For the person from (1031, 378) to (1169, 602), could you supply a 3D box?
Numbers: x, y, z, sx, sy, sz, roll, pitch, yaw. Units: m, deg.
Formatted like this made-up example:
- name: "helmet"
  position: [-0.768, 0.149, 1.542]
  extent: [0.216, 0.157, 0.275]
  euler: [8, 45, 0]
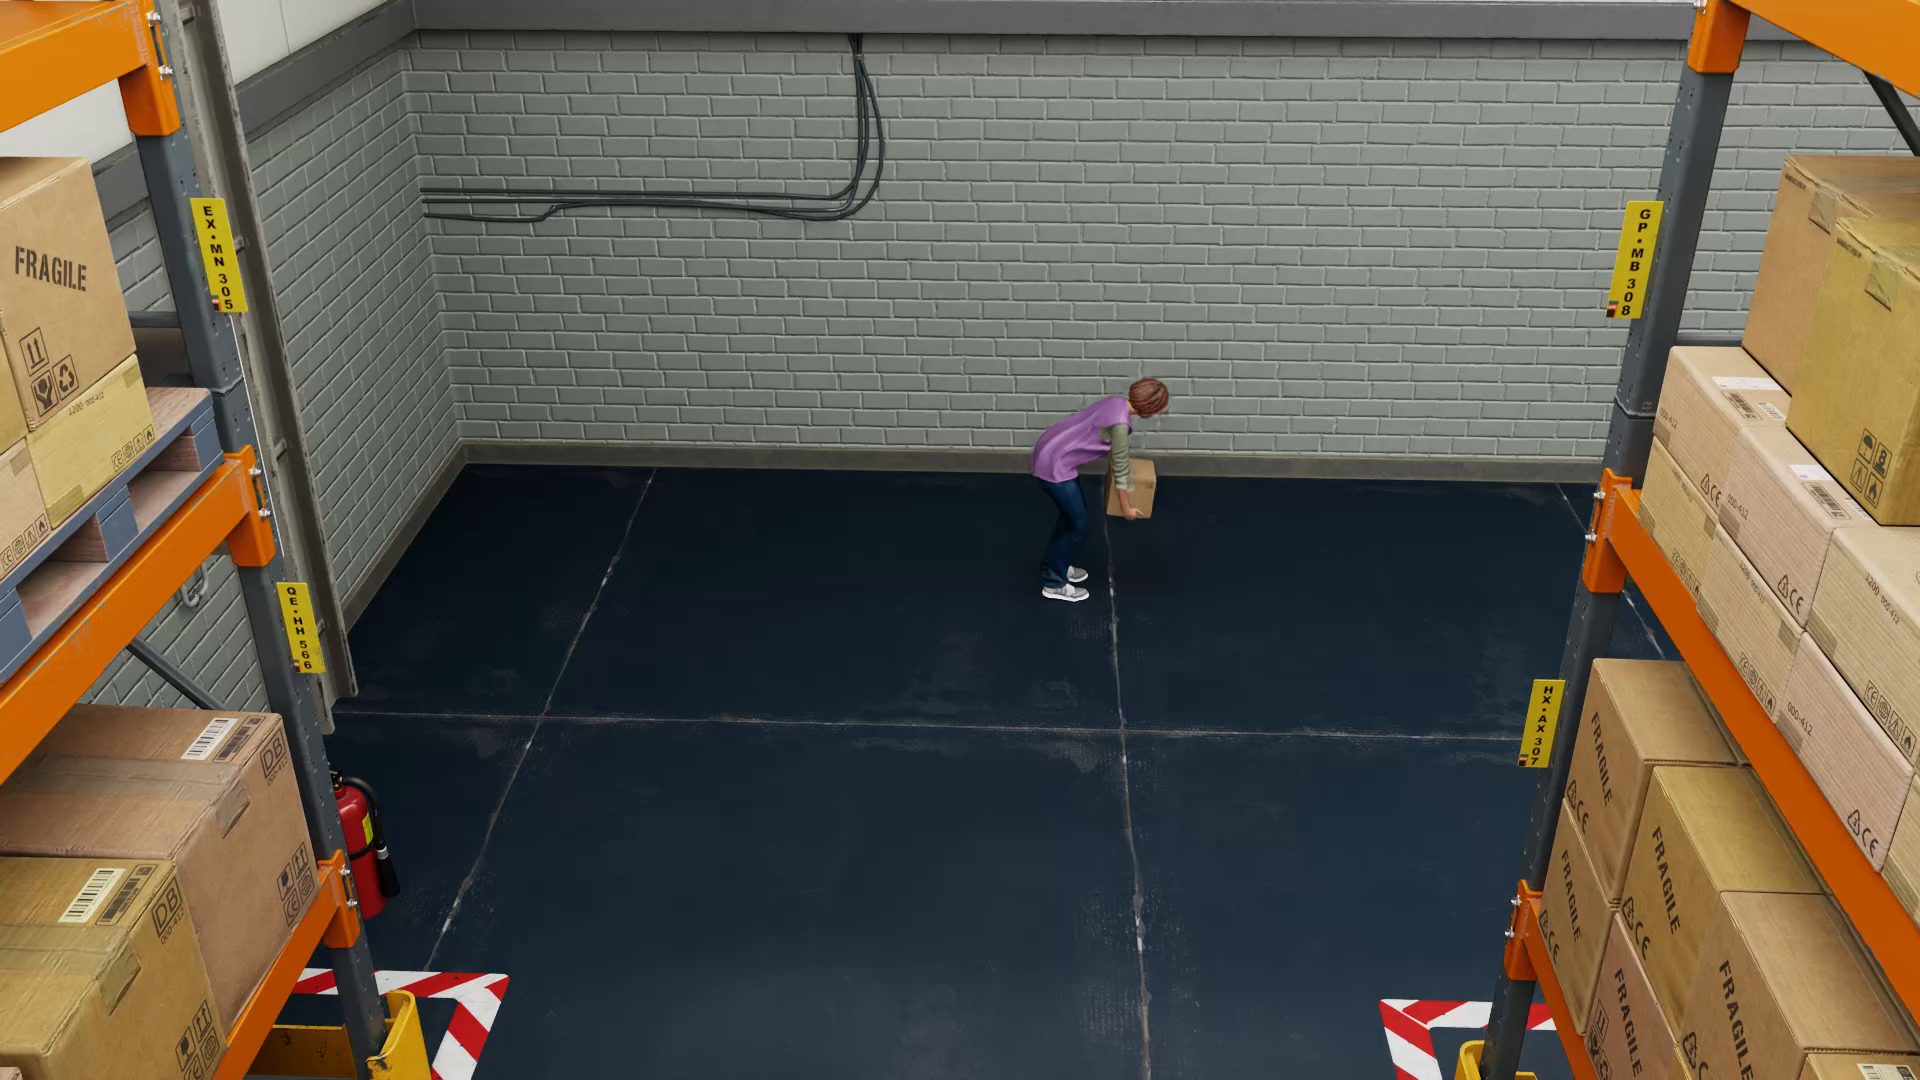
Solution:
- name: "person"
  position: [0.778, -0.290, 9.470]
  extent: [0.757, 1.317, 0.382]
  euler: [0, 28, 1]
